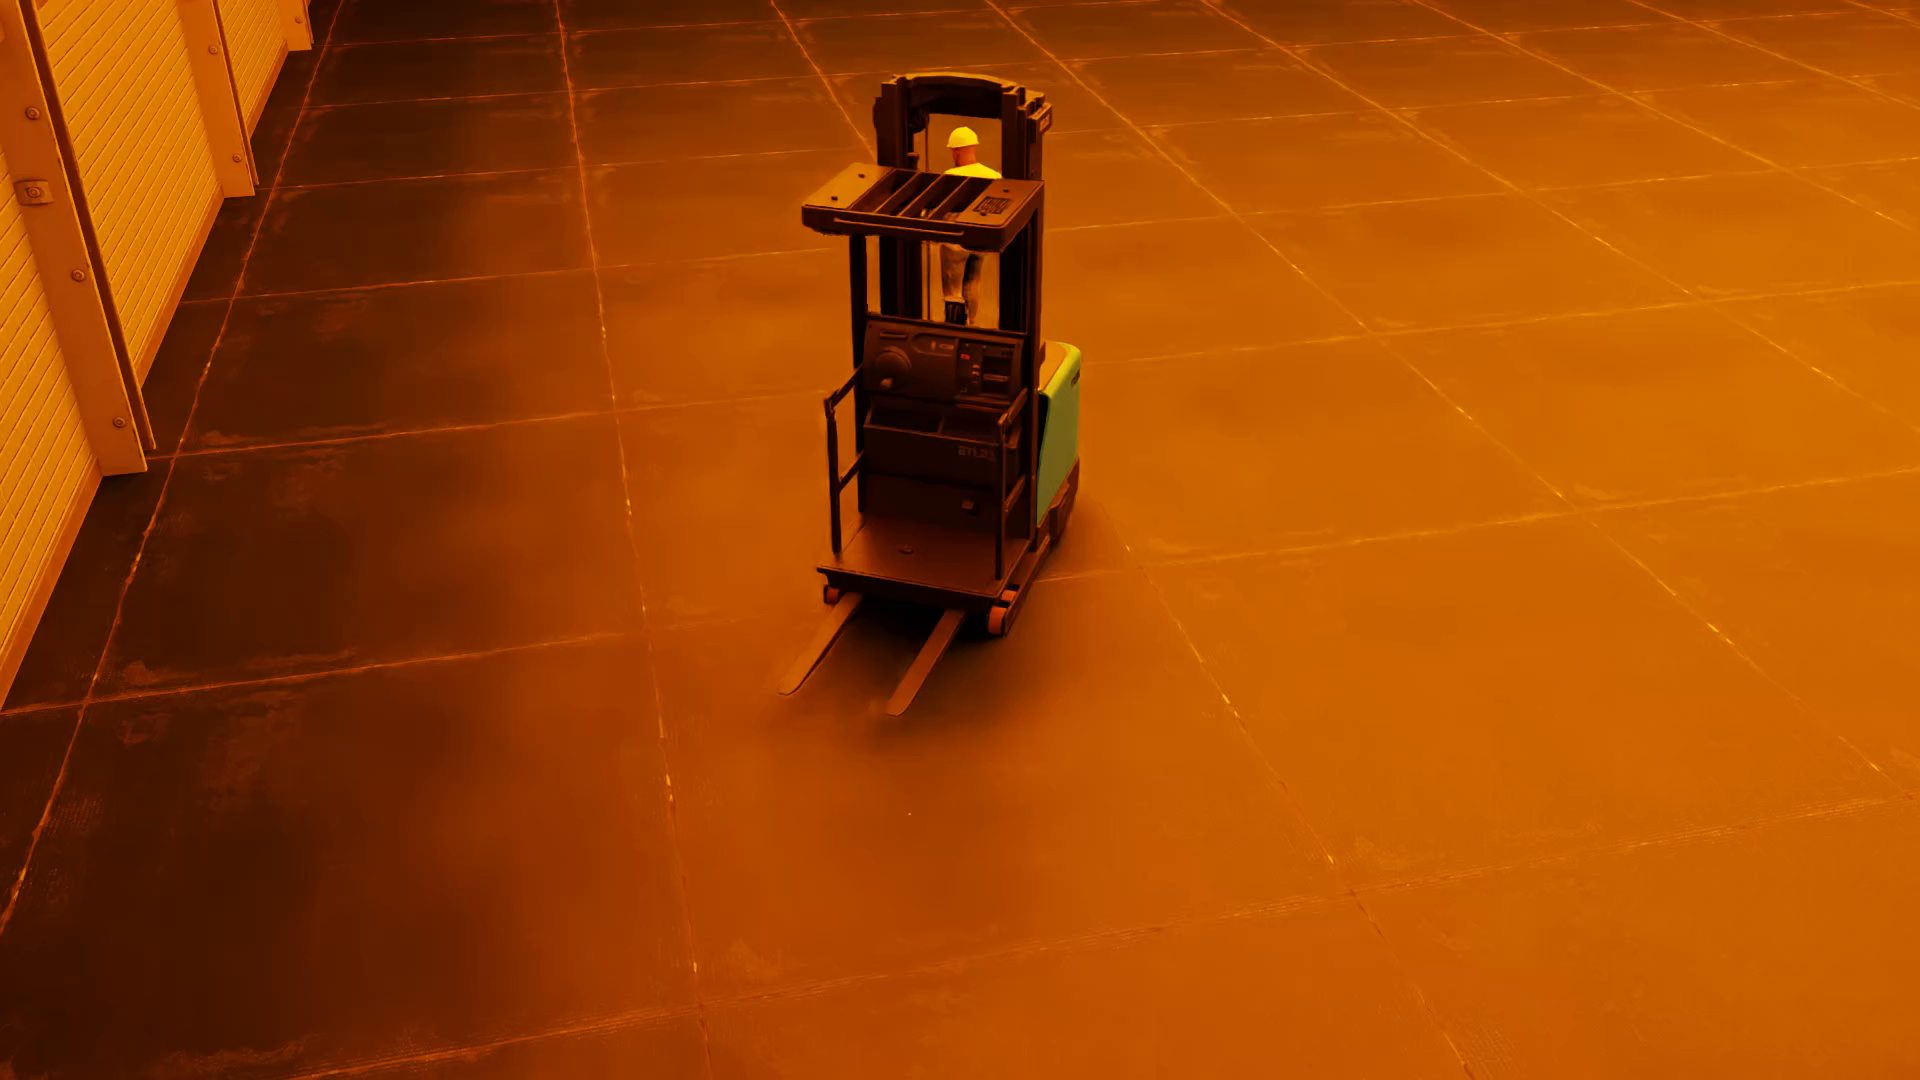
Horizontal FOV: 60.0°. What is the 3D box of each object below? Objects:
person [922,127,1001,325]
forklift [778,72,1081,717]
[{"bbox_3d":[0.048,-2.329,12.808,1.033,1.749,0.738,-12,32,-20],"label":"person"},{"bbox_3d":[-0.165,-0.947,9.210,1.130,2.935,3.031,9,31,16],"label":"forklift"}]
